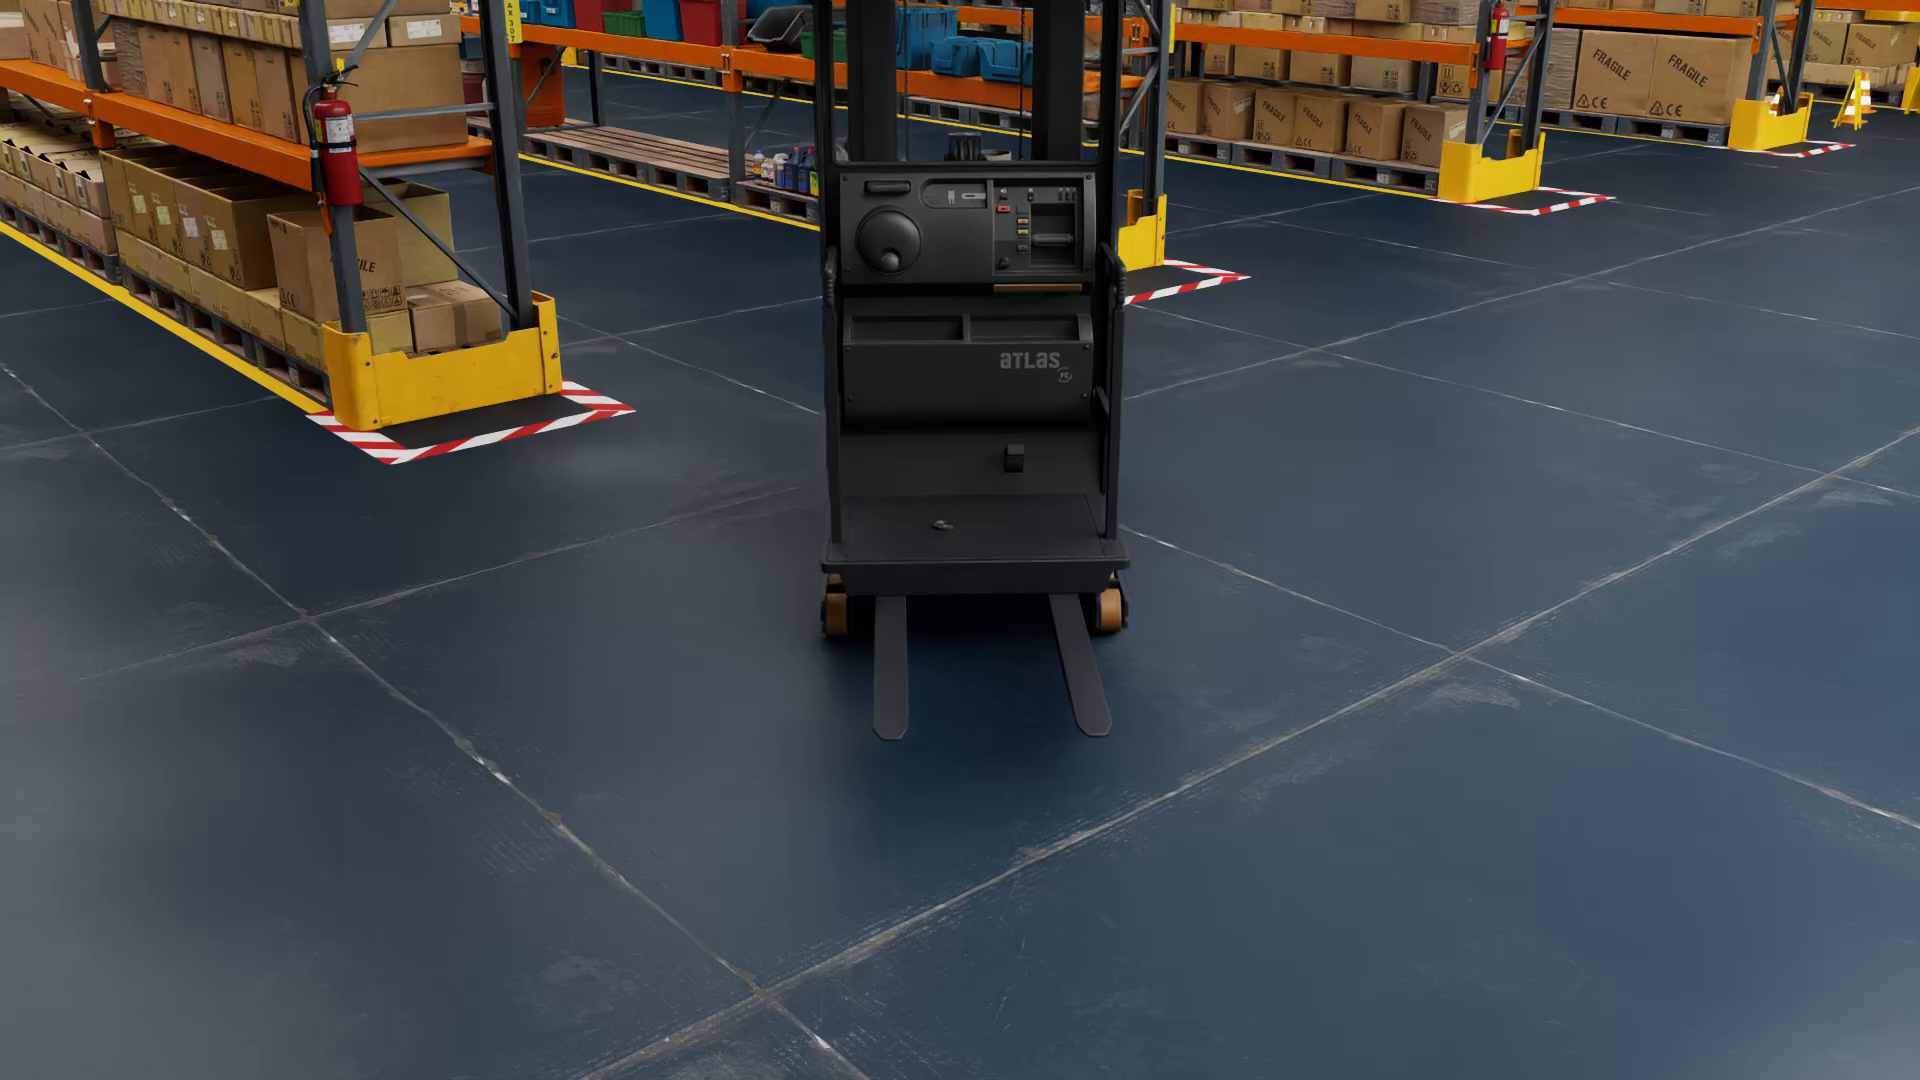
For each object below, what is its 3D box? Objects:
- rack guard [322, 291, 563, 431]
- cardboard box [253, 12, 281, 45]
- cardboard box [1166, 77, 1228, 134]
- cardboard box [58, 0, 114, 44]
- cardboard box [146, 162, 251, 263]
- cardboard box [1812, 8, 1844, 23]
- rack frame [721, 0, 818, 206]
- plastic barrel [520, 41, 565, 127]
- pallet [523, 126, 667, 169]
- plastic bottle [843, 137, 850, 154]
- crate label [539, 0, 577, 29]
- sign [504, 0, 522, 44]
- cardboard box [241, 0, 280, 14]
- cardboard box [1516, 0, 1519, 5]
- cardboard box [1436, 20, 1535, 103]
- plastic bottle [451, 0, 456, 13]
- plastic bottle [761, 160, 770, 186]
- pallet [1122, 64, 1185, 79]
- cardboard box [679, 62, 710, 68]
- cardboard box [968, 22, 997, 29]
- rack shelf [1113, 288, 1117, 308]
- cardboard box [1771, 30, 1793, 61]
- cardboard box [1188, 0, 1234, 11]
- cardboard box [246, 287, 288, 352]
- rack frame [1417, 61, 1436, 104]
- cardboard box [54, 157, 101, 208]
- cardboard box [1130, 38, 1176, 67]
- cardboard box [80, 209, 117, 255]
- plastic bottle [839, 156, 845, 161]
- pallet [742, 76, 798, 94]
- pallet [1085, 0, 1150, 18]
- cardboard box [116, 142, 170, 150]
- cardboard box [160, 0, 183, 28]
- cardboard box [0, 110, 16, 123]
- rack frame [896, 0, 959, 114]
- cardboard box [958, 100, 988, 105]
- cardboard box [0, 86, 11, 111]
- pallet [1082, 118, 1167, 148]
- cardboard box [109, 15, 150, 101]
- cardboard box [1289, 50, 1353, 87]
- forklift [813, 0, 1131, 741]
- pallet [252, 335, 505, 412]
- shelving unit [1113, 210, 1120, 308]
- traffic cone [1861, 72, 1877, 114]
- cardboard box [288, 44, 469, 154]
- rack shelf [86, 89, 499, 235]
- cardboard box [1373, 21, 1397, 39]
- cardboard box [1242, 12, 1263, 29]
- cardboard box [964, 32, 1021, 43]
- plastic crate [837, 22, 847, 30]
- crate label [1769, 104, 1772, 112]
[{"bbox_3d":[-2.698,-0.958,8.744,1.175,0.500,0.348,-17,27,-37],"label":"rack guard"},{"bbox_3d":[-3.447,-2.680,8.687,0.380,0.149,0.250,-18,28,-38],"label":"cardboard box"},{"bbox_3d":[2.413,-4.502,17.218,0.500,0.500,0.500,-18,28,-39],"label":"cardboard box"},{"bbox_3d":[-6.158,-3.642,12.032,0.500,0.500,0.500,-15,26,-34],"label":"cardboard box"},{"bbox_3d":[-4.607,-2.019,10.192,0.500,0.500,0.500,-17,27,-37],"label":"cardboard box"},{"bbox_3d":[11.128,-6.726,21.321,0.380,0.149,0.250,-17,27,-37],"label":"cardboard box"},{"bbox_3d":[-1.570,-4.412,14.135,1.000,3.000,0.127,-17,27,-37],"label":"rack frame"},{"bbox_3d":[-4.513,-4.833,17.611,0.600,0.830,0.708,-17,27,-37],"label":"plastic barrel"},{"bbox_3d":[-3.705,-3.995,16.895,1.003,0.211,1.213,-17,27,-37],"label":"pallet"},{"bbox_3d":[-0.931,-3.274,14.259,0.144,0.351,0.185,-18,28,-39],"label":"plastic bottle"},{"bbox_3d":[-3.738,-5.195,16.085,0.502,0.435,0.616,-17,27,-37],"label":"crate label"},{"bbox_3d":[-2.290,-2.699,8.466,0.100,0.325,0.005,-17,27,-37],"label":"sign"},{"bbox_3d":[-3.391,-3.070,8.793,0.700,0.500,0.500,-18,28,-39],"label":"cardboard box"},{"bbox_3d":[6.632,-6.568,19.434,0.875,0.550,0.550,-17,27,-37],"label":"cardboard box"},{"bbox_3d":[6.363,-5.760,19.914,0.875,0.875,0.875,-17,27,-37],"label":"cardboard box"},{"bbox_3d":[-5.362,-5.696,17.686,0.097,0.201,0.097,0,21,0],"label":"plastic bottle"},{"bbox_3d":[-1.628,-3.093,14.002,0.097,0.201,0.097,0,21,0],"label":"plastic bottle"},{"bbox_3d":[2.886,-6.767,23.971,1.003,0.211,1.213,-17,27,-37],"label":"pallet"},{"bbox_3d":[-3.410,-7.209,23.614,0.875,0.875,0.875,-17,27,-37],"label":"cardboard box"},{"bbox_3d":[0.354,-8.135,26.160,0.380,0.149,0.250,-17,27,-36],"label":"cardboard box"},{"bbox_3d":[0.572,-1.087,7.576,0.258,0.103,0.180,7,22,18],"label":"rack shelf"},{"bbox_3d":[10.913,-6.553,21.768,0.500,0.500,0.500,-18,28,-39],"label":"cardboard box"},{"bbox_3d":[2.729,-5.490,16.344,0.875,0.500,0.500,-17,27,-37],"label":"cardboard box"},{"bbox_3d":[-3.623,-1.257,9.274,0.500,0.250,0.500,-17,27,-37],"label":"cardboard box"},{"bbox_3d":[6.006,-6.744,20.089,1.000,3.000,0.127,-17,27,-37],"label":"rack frame"},{"bbox_3d":[-6.151,-2.596,11.924,0.500,0.311,0.500,-17,27,-36],"label":"cardboard box"},{"bbox_3d":[2.767,-7.000,23.595,0.500,0.500,0.500,-18,27,-38],"label":"cardboard box"},{"bbox_3d":[-5.815,-2.194,11.668,0.500,0.250,0.500,-18,28,-38],"label":"cardboard box"},{"bbox_3d":[-0.957,-2.892,13.283,0.144,0.351,0.185,-18,27,-38],"label":"plastic bottle"},{"bbox_3d":[-2.479,-6.308,22.799,1.003,0.211,1.213,-17,27,-37],"label":"pallet"},{"bbox_3d":[1.793,-5.747,17.808,1.003,0.211,1.213,-17,27,-37],"label":"pallet"},{"bbox_3d":[-6.068,-2.866,12.613,0.500,0.311,0.500,-19,28,-39],"label":"cardboard box"},{"bbox_3d":[-4.452,-3.107,9.777,0.380,0.149,0.250,-18,28,-39],"label":"cardboard box"},{"bbox_3d":[-8.724,-3.582,14.841,0.500,0.500,0.500,-16,27,-35],"label":"cardboard box"},{"bbox_3d":[-0.429,-6.696,19.967,1.000,3.000,0.127,-17,27,-37],"label":"rack frame"},{"bbox_3d":[0.395,-5.406,19.499,0.500,0.500,0.700,20,29,41],"label":"cardboard box"},{"bbox_3d":[-8.764,-3.946,14.742,0.500,0.250,0.500,-16,27,-35],"label":"cardboard box"},{"bbox_3d":[1.673,-4.507,18.202,1.003,0.211,1.213,-17,27,-37],"label":"pallet"},{"bbox_3d":[-5.031,-3.159,10.800,0.700,0.500,0.500,-18,28,-39],"label":"cardboard box"},{"bbox_3d":[4.905,-6.309,21.488,1.050,0.750,0.750,-17,27,-37],"label":"cardboard box"},{"bbox_3d":[0.039,-1.129,5.848,1.130,2.935,3.031,-1,21,-2],"label":"forklift"},{"bbox_3d":[-3.245,-1.032,9.328,1.003,0.211,1.213,-17,27,-37],"label":"pallet"},{"bbox_3d":[0.572,-0.904,7.647,0.258,1.200,0.189,7,22,18],"label":"shelving unit"},{"bbox_3d":[11.043,-5.475,20.329,0.336,0.463,0.334,-17,27,-37],"label":"traffic cone"},{"bbox_3d":[-3.009,-2.307,8.624,0.700,0.500,0.500,-17,27,-37],"label":"cardboard box"},{"bbox_3d":[-4.020,-2.346,9.847,1.077,0.370,4.000,-17,27,-37],"label":"rack shelf"},{"bbox_3d":[3.934,-4.597,14.953,0.380,0.149,0.250,-17,27,-37],"label":"cardboard box"},{"bbox_3d":[2.929,-5.003,15.990,0.380,0.149,0.250,-17,27,-37],"label":"cardboard box"},{"bbox_3d":[0.385,-5.764,19.384,0.500,0.250,0.500,-14,25,-32],"label":"cardboard box"},{"bbox_3d":[-0.642,-4.101,13.547,0.499,0.251,0.616,-17,27,-37],"label":"plastic crate"},{"bbox_3d":[9.864,-5.168,19.991,0.298,0.136,0.250,7,23,18],"label":"crate label"}]
